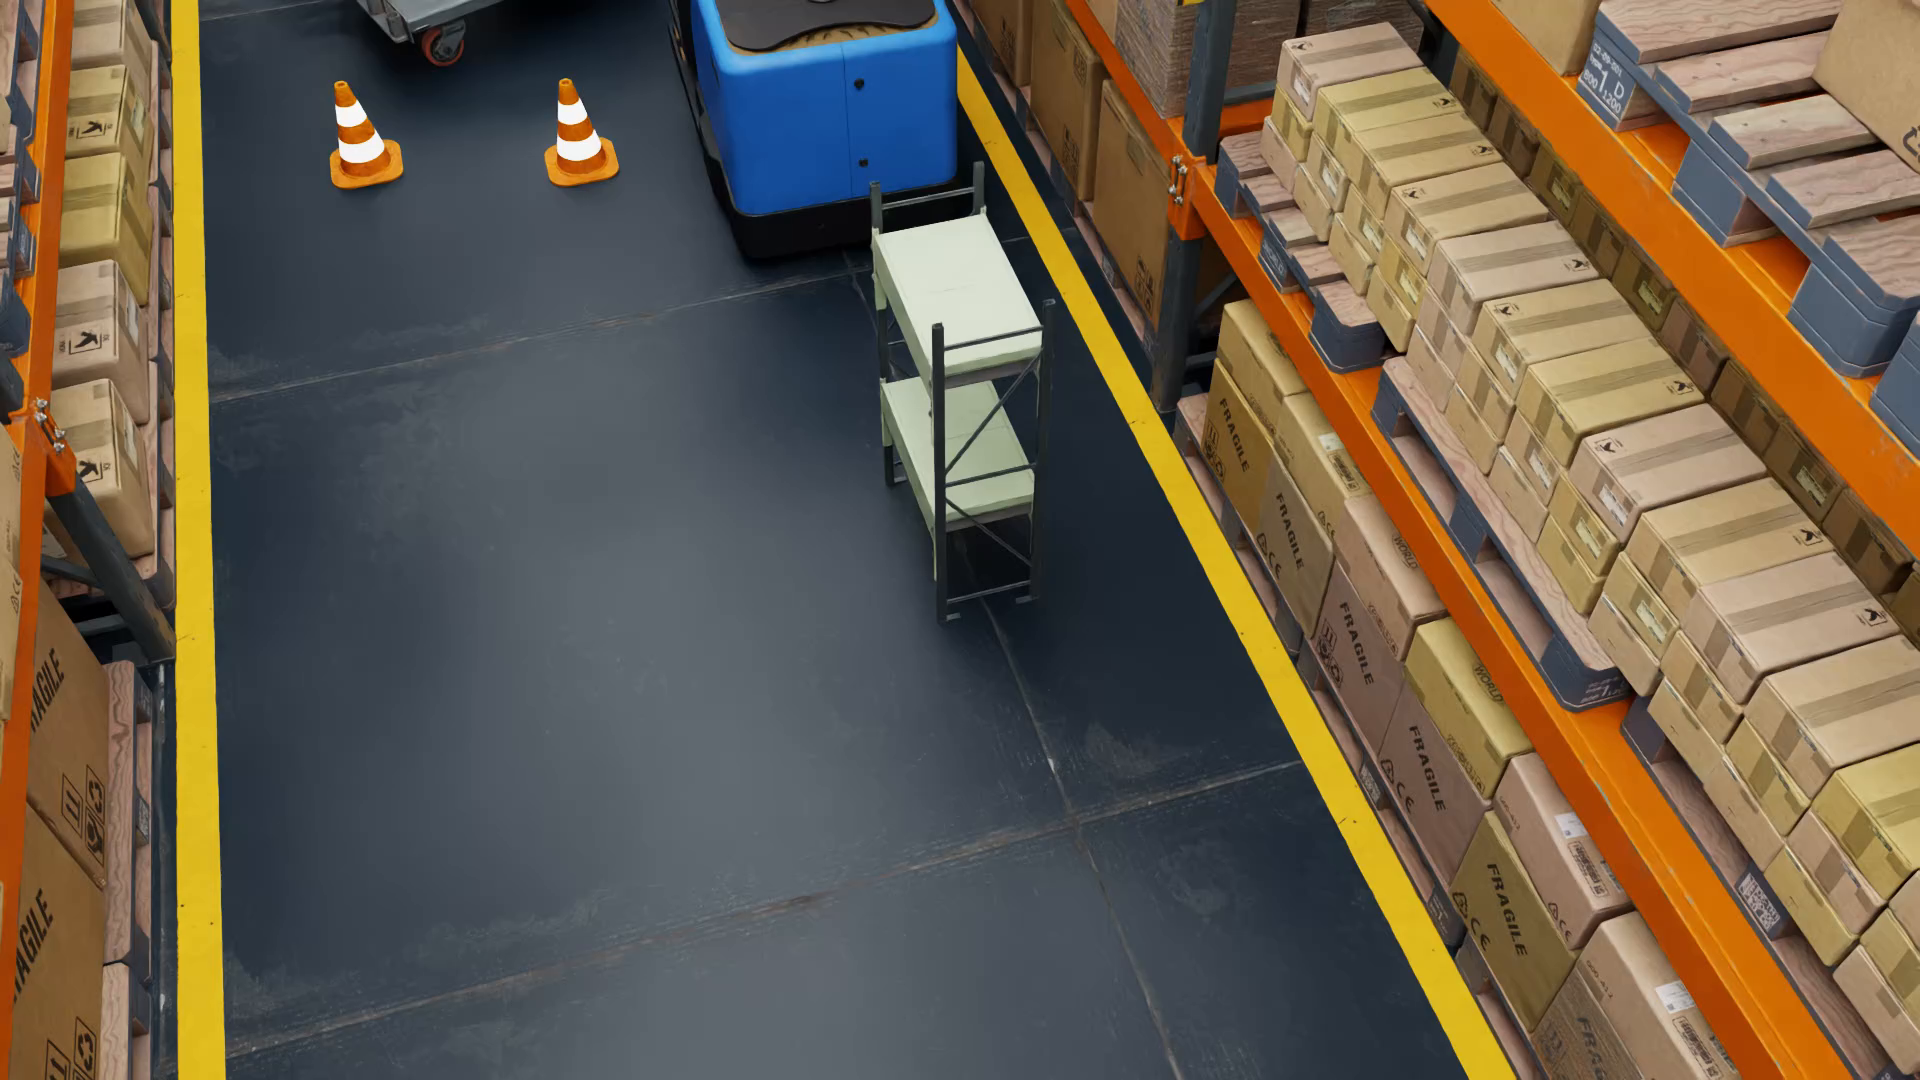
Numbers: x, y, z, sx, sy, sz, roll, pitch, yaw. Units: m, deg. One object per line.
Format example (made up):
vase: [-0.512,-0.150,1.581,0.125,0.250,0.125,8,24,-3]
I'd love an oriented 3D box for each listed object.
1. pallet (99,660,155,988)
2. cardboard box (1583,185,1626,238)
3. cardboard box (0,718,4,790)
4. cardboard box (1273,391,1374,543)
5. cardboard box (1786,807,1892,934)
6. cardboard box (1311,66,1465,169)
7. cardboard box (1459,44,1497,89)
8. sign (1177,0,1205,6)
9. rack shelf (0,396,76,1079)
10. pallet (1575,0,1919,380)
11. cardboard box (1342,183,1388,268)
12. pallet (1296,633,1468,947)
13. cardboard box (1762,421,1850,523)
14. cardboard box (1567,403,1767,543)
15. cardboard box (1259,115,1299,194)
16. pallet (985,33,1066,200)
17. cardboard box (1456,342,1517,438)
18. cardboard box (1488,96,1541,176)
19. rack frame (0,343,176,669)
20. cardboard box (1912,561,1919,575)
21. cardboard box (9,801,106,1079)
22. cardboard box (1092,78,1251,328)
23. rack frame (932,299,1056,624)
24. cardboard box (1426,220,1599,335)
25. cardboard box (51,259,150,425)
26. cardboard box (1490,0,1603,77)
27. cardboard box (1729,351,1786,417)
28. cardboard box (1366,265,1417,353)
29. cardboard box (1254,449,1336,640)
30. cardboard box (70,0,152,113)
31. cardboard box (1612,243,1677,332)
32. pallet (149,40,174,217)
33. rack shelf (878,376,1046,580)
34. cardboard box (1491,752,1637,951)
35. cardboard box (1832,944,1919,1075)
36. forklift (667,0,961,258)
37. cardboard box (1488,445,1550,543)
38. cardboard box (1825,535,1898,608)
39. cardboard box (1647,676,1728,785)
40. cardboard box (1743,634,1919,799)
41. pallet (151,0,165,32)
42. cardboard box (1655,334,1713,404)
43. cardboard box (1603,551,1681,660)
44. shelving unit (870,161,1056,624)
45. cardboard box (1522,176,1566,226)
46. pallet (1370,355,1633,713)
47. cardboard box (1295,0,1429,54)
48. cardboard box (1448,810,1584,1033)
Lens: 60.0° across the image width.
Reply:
pallet: [-3.239,1.038,5.526,1.003,0.211,1.213,-13,51,-11]
cardboard box: [2.113,-1.069,4.979,0.380,0.149,0.250,-12,51,-10]
cardboard box: [-2.703,0.647,4.131,0.500,0.250,0.500,-14,51,-11]
cardboard box: [1.421,-0.289,5.691,0.500,0.250,0.500,-14,51,-11]
cardboard box: [2.096,0.687,3.694,0.380,0.149,0.250,-13,51,-11]
cardboard box: [1.332,-1.315,5.187,0.380,0.149,0.250,-15,51,-12]
cardboard box: [1.881,-1.638,5.459,0.380,0.149,0.250,-15,52,-12]
sign: [0.769,-1.892,5.415,0.100,0.325,0.005,-13,51,-11]
rack shelf: [-2.809,1.239,4.004,1.077,0.370,4.000,-13,51,-11]
pallet: [2.091,-0.863,3.466,1.213,0.211,1.003,-13,51,-11]
cardboard box: [1.414,-1.006,5.121,0.380,0.149,0.250,-15,51,-12]
pallet: [1.885,0.713,5.801,1.003,0.211,1.213,-13,51,-11]
cardboard box: [2.411,-0.224,4.462,0.380,0.149,0.250,-14,51,-12]
cardboard box: [1.791,-0.172,4.223,0.380,0.149,0.250,-15,52,-13]
cardboard box: [1.238,-1.328,5.587,0.380,0.149,0.250,-14,51,-11]
pallet: [0.780,-2.230,8.281,1.003,0.211,1.213,-13,51,-11]
cardboard box: [1.631,-0.458,4.659,0.380,0.149,0.250,-14,51,-11]
cardboard box: [1.960,-1.344,5.406,0.380,0.149,0.250,-12,51,-10]
rack frame: [-3.401,-0.453,4.960,1.000,3.000,0.127,-13,51,-11]
cardboard box: [2.571,0.064,4.024,0.380,0.149,0.250,-14,51,-11]
cardboard box: [-3.016,1.272,4.621,0.875,0.875,0.875,-13,51,-11]
cardboard box: [1.204,-1.522,7.057,1.050,0.750,0.750,-14,51,-11]
rack frame: [0.106,-0.221,5.745,0.400,1.500,0.023,-13,51,-11]
cardboard box: [1.560,-0.745,4.706,0.380,0.149,0.250,-11,51,-9]
cardboard box: [-3.784,-0.694,6.607,0.950,0.372,0.625,-14,51,-12]
cardboard box: [1.520,-1.441,3.765,0.500,0.500,0.500,-13,51,-11]
cardboard box: [2.337,-0.503,4.502,0.380,0.149,0.250,-12,51,-10]
cardboard box: [1.478,-0.739,5.090,0.380,0.149,0.250,-11,51,-9]
cardboard box: [1.416,-0.035,5.968,0.500,0.500,0.500,-13,51,-11]
cardboard box: [-4.426,-2.281,7.944,0.950,0.372,0.625,-13,51,-11]
cardboard box: [2.185,-0.787,4.937,0.380,0.149,0.250,-14,51,-11]
pallet: [-4.352,-1.908,8.010,1.003,0.211,1.213,-13,51,-11]
rack shelf: [-0.002,-0.278,6.220,0.431,0.370,0.720,-13,51,-11]
cardboard box: [1.880,0.838,4.741,0.500,0.250,0.500,-11,51,-9]
cardboard box: [2.174,0.975,3.645,0.380,0.149,0.250,-14,51,-12]
forklift: [-0.881,-3.375,7.468,1.130,2.935,3.031,-12,51,-10]
cardboard box: [1.707,-0.170,4.611,0.380,0.149,0.250,-15,51,-12]
cardboard box: [2.497,0.075,4.404,0.380,0.149,0.250,-15,52,-13]
cardboard box: [1.951,0.420,4.113,0.380,0.149,0.250,-16,52,-13]
cardboard box: [2.021,0.395,3.746,0.380,0.149,0.250,-15,51,-12]
pallet: [-4.816,-2.959,8.896,1.003,0.211,1.213,-13,51,-11]
cardboard box: [2.257,-0.506,4.894,0.380,0.149,0.250,-12,51,-10]
cardboard box: [1.864,0.116,4.175,0.380,0.149,0.250,-16,52,-13]
shelving unit: [-0.002,-0.488,5.970,0.431,1.500,0.755,-13,51,-11]
cardboard box: [2.031,-1.075,5.374,0.380,0.149,0.250,-13,51,-10]
pallet: [1.923,-0.148,4.828,1.003,0.211,1.213,-13,51,-11]
cardboard box: [1.423,-2.068,6.255,0.500,0.500,0.500,-13,51,-11]
cardboard box: [1.870,1.087,5.022,0.500,0.500,0.500,-14,51,-12]
